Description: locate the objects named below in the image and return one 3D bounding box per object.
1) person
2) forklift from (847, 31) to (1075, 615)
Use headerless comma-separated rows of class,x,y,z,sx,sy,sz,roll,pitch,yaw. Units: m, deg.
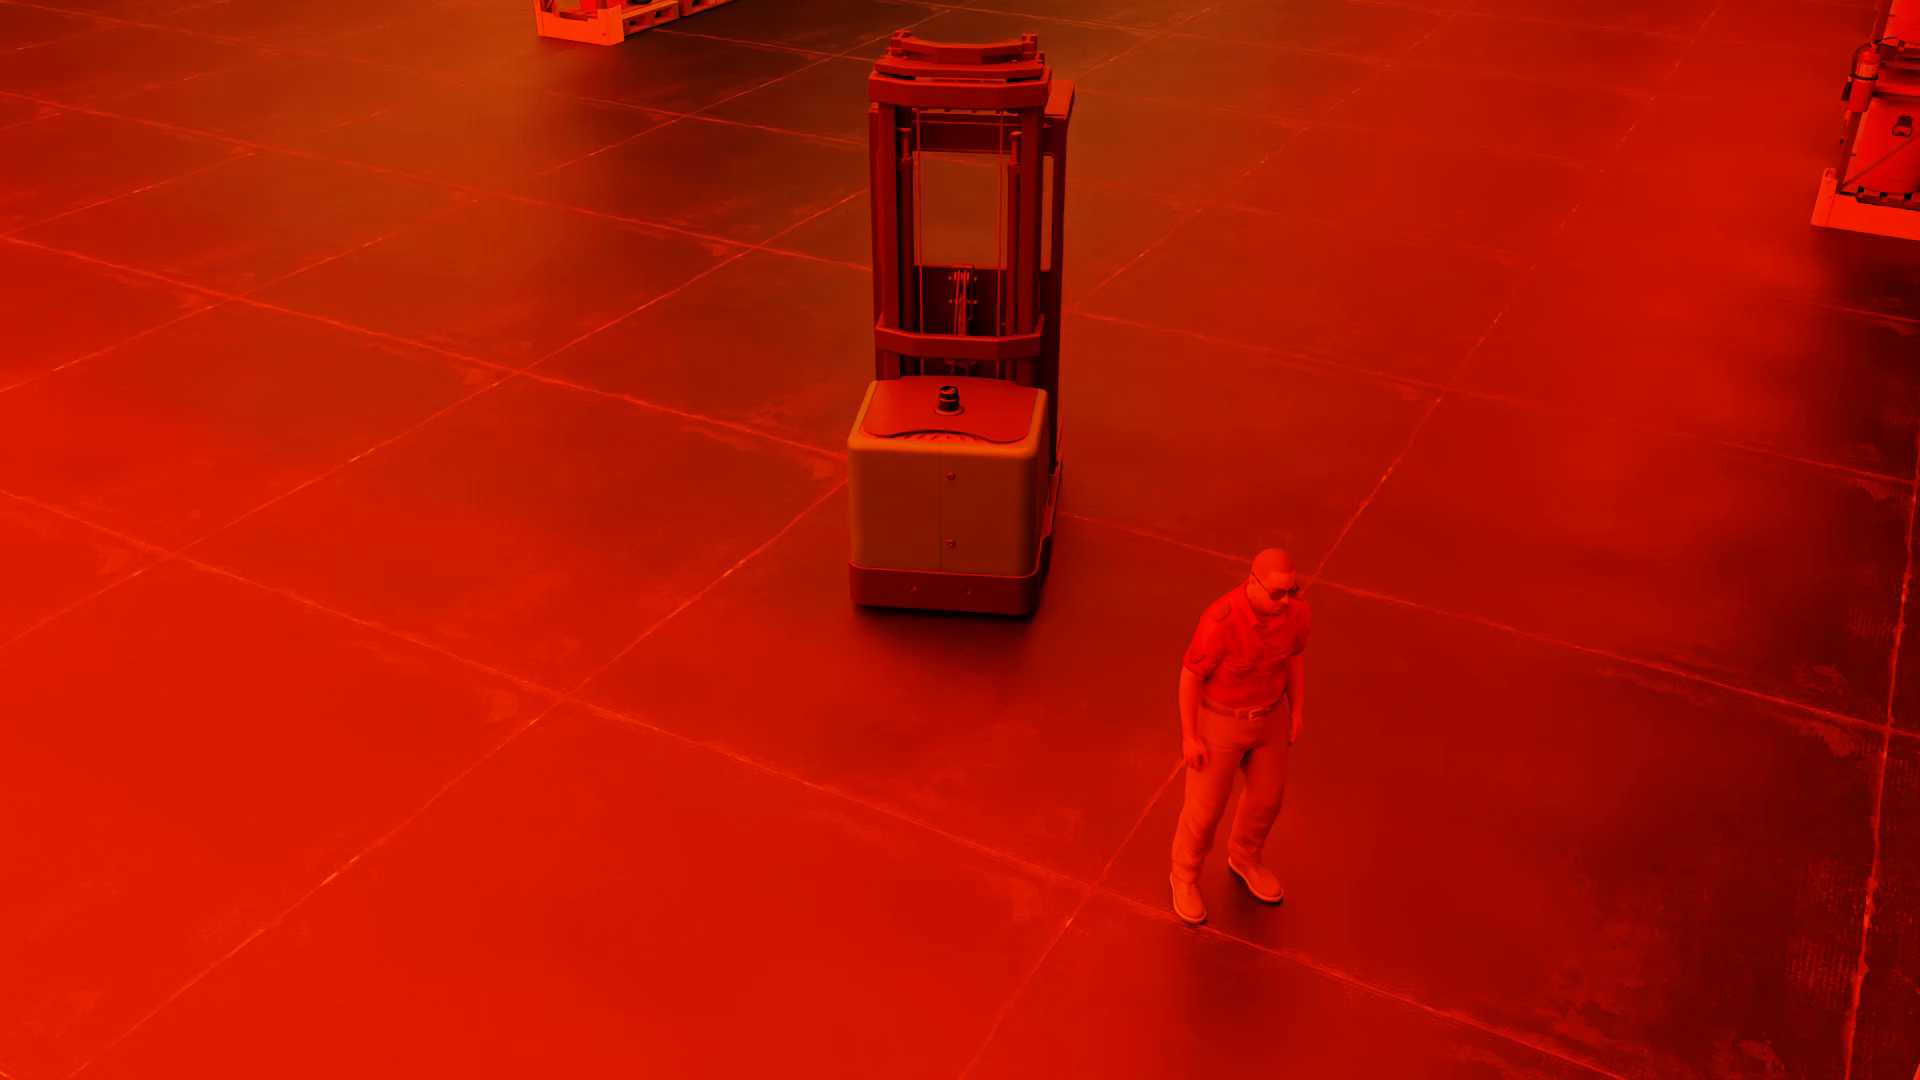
person,1.177,0.776,6.930,0.598,1.725,0.399,-12,32,-19
forklift,0.072,-1.572,9.794,1.130,2.935,3.031,3,30,6
